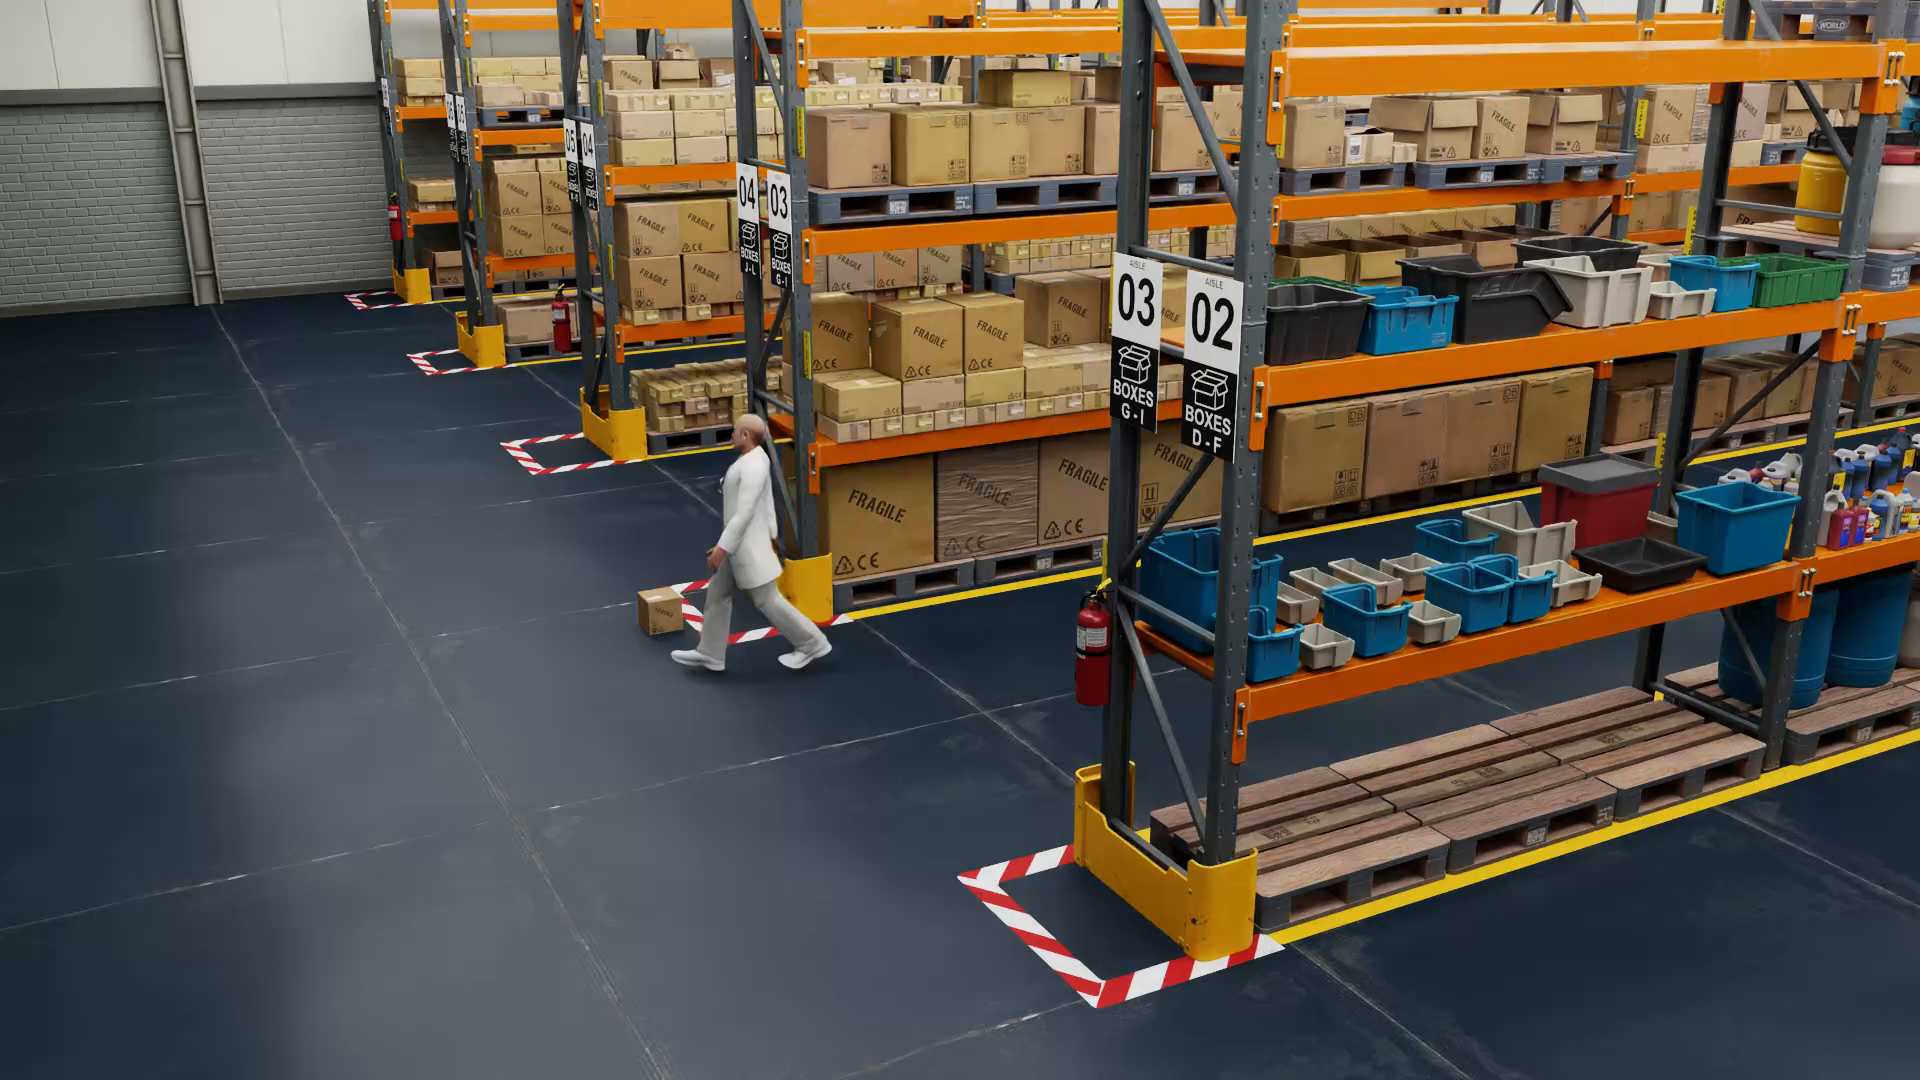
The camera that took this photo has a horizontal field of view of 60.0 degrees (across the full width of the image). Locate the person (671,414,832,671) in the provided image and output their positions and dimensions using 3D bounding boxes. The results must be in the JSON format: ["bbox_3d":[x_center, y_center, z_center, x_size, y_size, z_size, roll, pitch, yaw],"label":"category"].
[{"bbox_3d":[-1.408,0.032,10.999,1.076,1.732,0.594,-2,18,-7],"label":"person"}]
